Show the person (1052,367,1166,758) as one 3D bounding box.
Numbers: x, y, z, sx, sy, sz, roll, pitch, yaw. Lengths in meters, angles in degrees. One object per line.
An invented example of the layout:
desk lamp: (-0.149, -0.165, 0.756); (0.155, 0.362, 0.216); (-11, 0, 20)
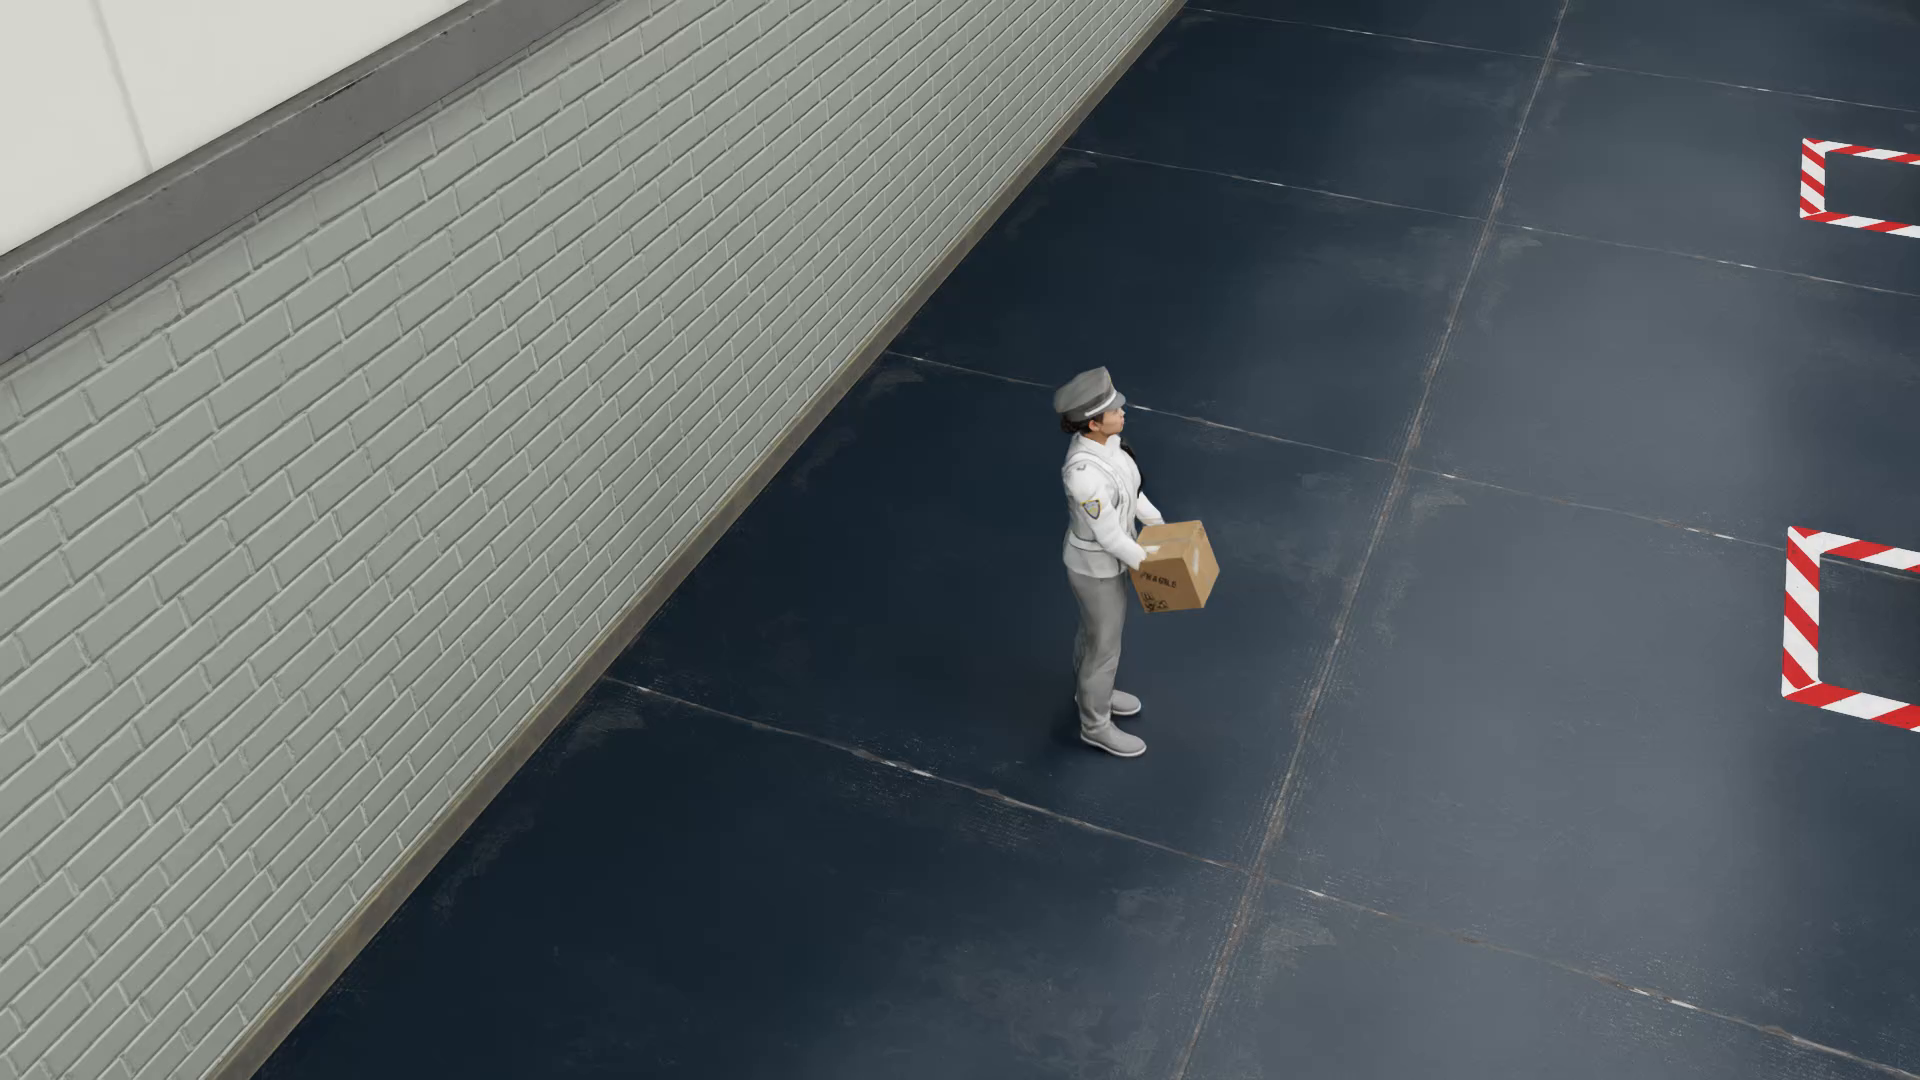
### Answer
person: (0.610, 0.081, 6.682); (0.535, 1.701, 0.513); (6, 38, 8)
